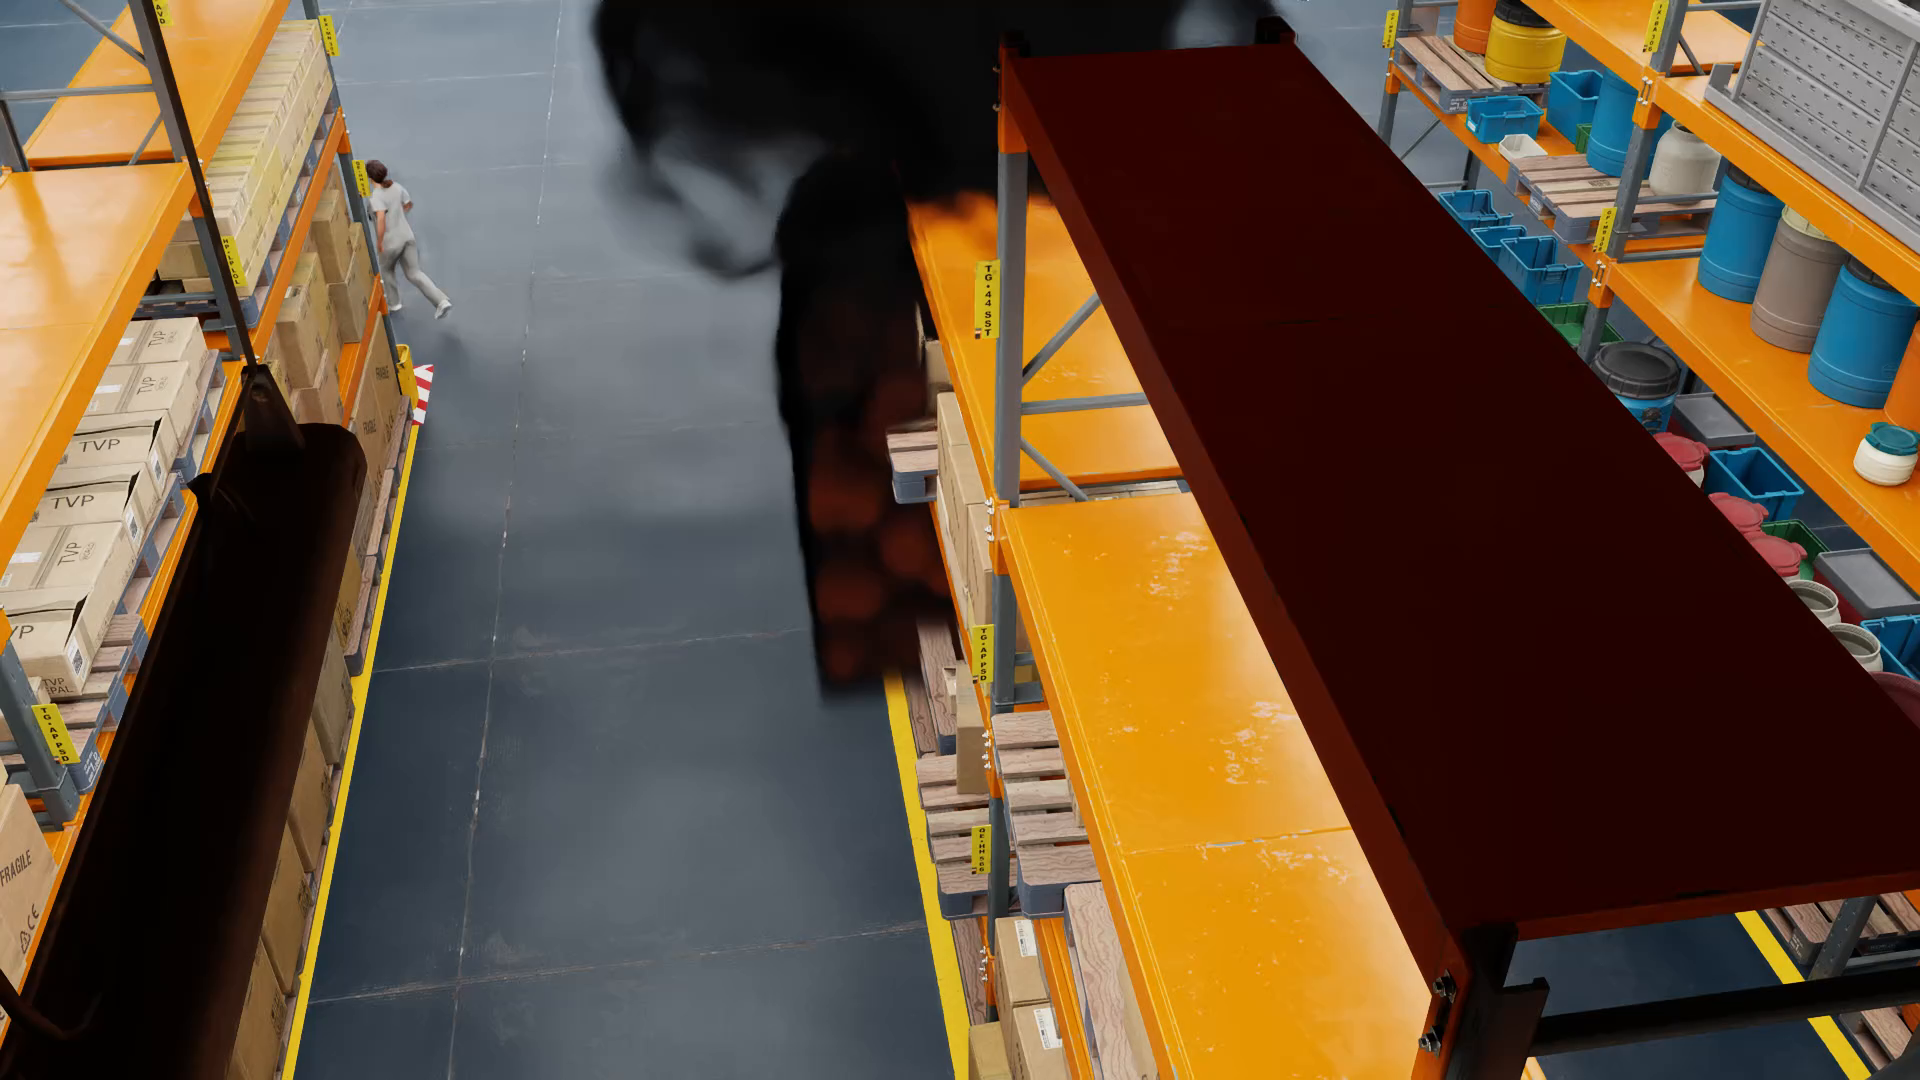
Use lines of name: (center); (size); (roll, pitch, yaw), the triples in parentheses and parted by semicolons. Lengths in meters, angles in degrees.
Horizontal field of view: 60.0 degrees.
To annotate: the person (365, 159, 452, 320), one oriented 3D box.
person: (-5.367, -2.828, 15.897); (1.002, 1.670, 0.587); (18, 40, 23)
